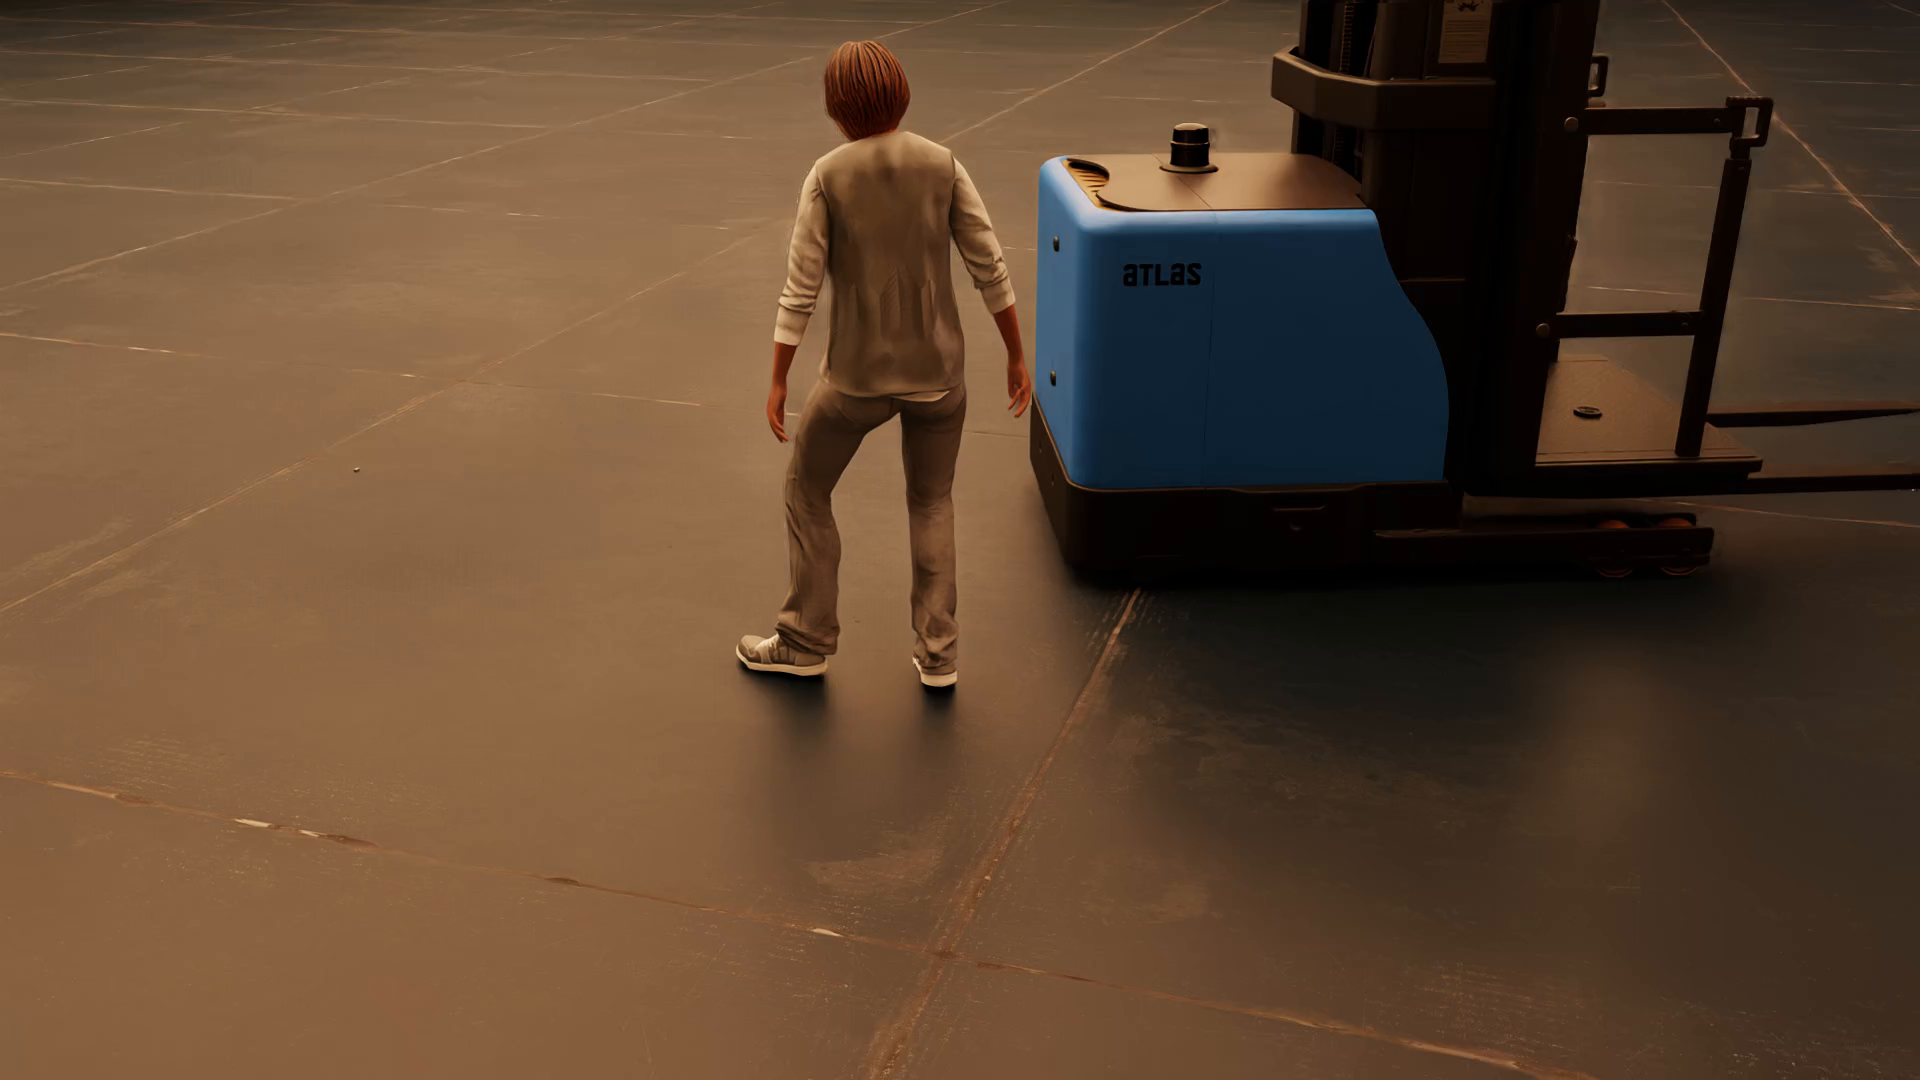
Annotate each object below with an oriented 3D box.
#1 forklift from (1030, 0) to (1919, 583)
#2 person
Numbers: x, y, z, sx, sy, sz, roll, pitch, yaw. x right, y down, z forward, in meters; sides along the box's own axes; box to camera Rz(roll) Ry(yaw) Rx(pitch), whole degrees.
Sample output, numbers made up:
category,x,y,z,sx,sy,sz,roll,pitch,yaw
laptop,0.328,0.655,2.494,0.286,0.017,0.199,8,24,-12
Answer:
category,x,y,z,sx,sy,sz,roll,pitch,yaw
forklift,1.779,-1.444,4.777,3.031,2.935,1.130,-2,22,-4
person,-0.200,-0.382,4.022,0.732,1.565,0.388,-5,23,-12
